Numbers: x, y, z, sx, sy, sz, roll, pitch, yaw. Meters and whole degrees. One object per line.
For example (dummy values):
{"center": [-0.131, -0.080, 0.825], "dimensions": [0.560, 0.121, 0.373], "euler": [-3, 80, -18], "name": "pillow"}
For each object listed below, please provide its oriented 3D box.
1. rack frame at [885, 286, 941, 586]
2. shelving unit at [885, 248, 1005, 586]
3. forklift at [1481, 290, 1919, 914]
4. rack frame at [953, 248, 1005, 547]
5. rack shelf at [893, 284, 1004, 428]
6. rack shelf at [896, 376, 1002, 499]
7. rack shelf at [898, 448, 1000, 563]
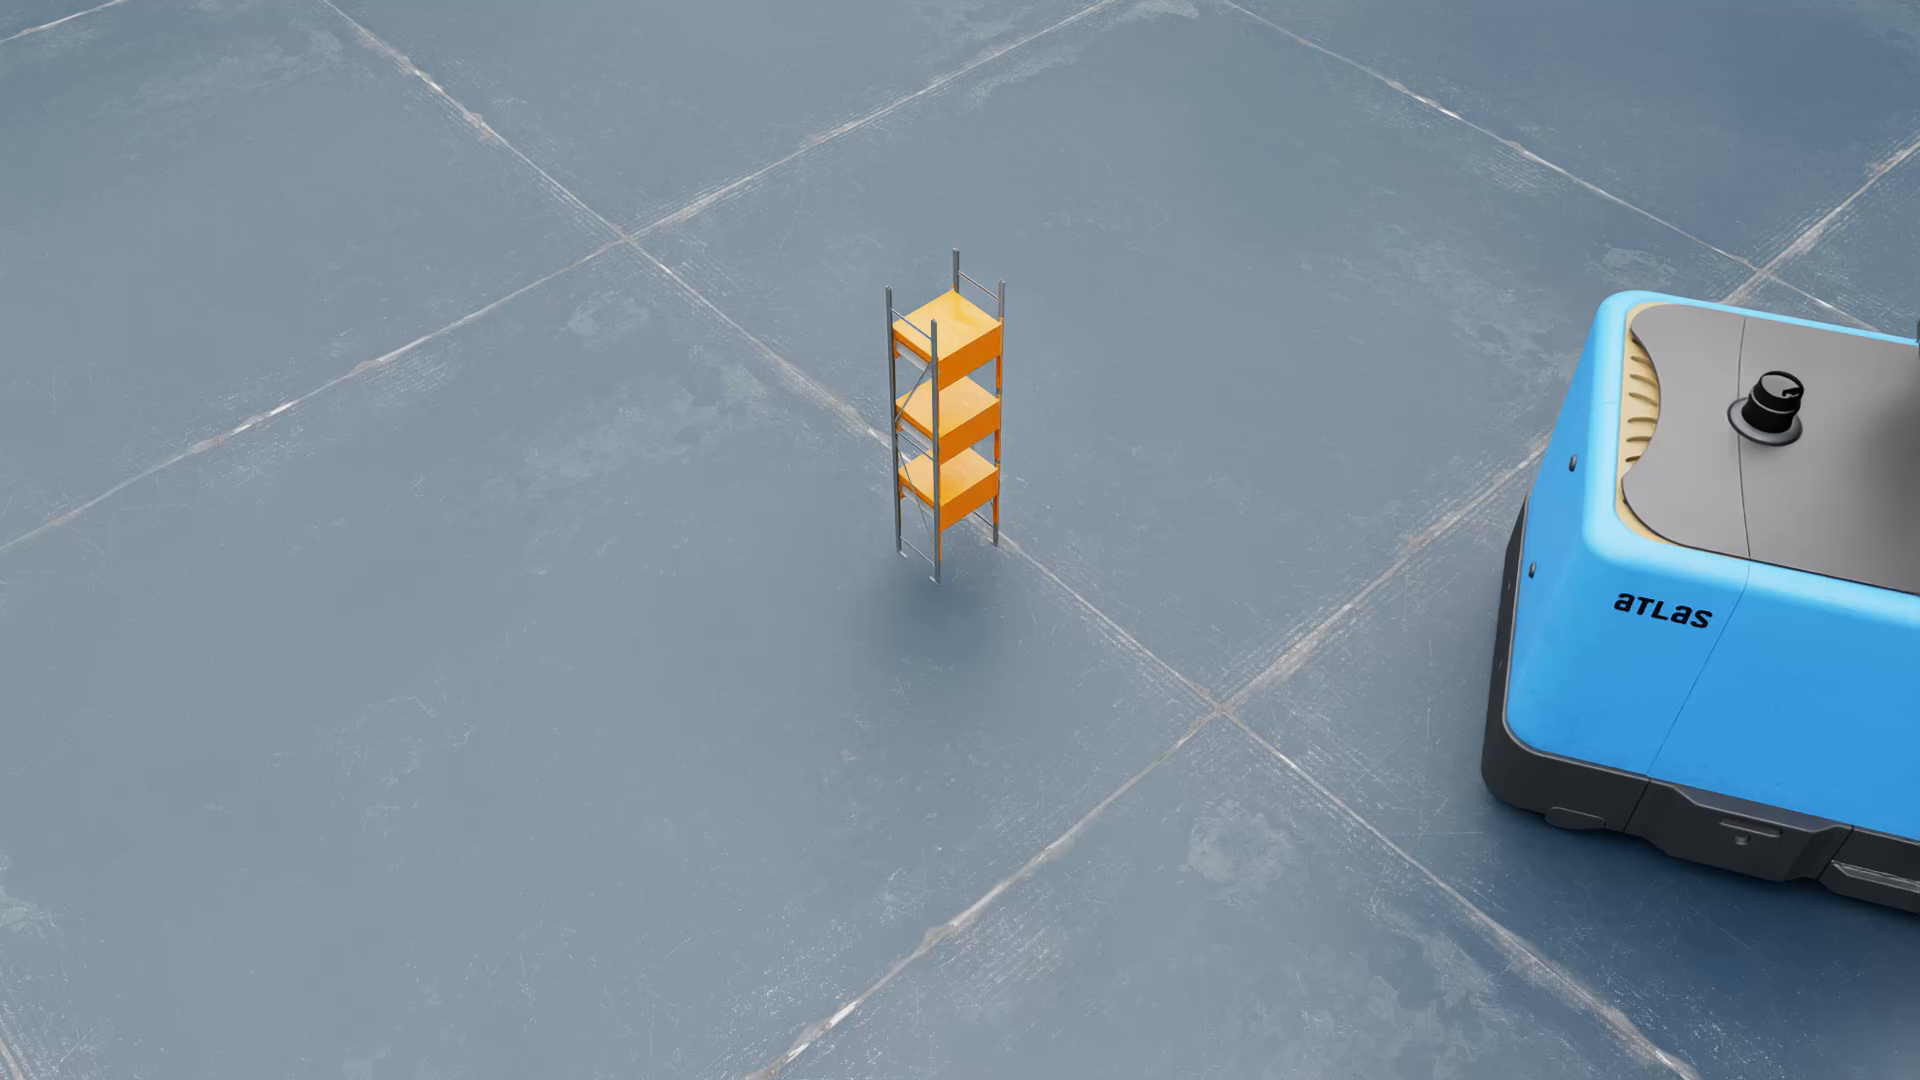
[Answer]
{"center": [-0.130, -0.269, 4.784], "dimensions": [0.008, 1.050, 0.200], "euler": [-34, 56, -27], "name": "rack frame"}
{"center": [-0.040, -0.330, 4.840], "dimensions": [0.252, 1.050, 0.215], "euler": [-34, 56, -27], "name": "shelving unit"}
{"center": [3.005, -0.287, 3.521], "dimensions": [3.031, 2.935, 1.130], "euler": [13, 49, 12], "name": "forklift"}
{"center": [0.051, -0.390, 4.895], "dimensions": [0.008, 1.050, 0.200], "euler": [-34, 56, -27], "name": "rack frame"}
{"center": [-0.040, -0.515, 4.639], "dimensions": [0.240, 0.259, 0.215], "euler": [-34, 56, -27], "name": "rack shelf"}
{"center": [-0.040, -0.322, 4.848], "dimensions": [0.240, 0.259, 0.215], "euler": [-34, 56, -27], "name": "rack shelf"}
{"center": [-0.040, -0.134, 5.052], "dimensions": [0.240, 0.259, 0.215], "euler": [-34, 56, -27], "name": "rack shelf"}
